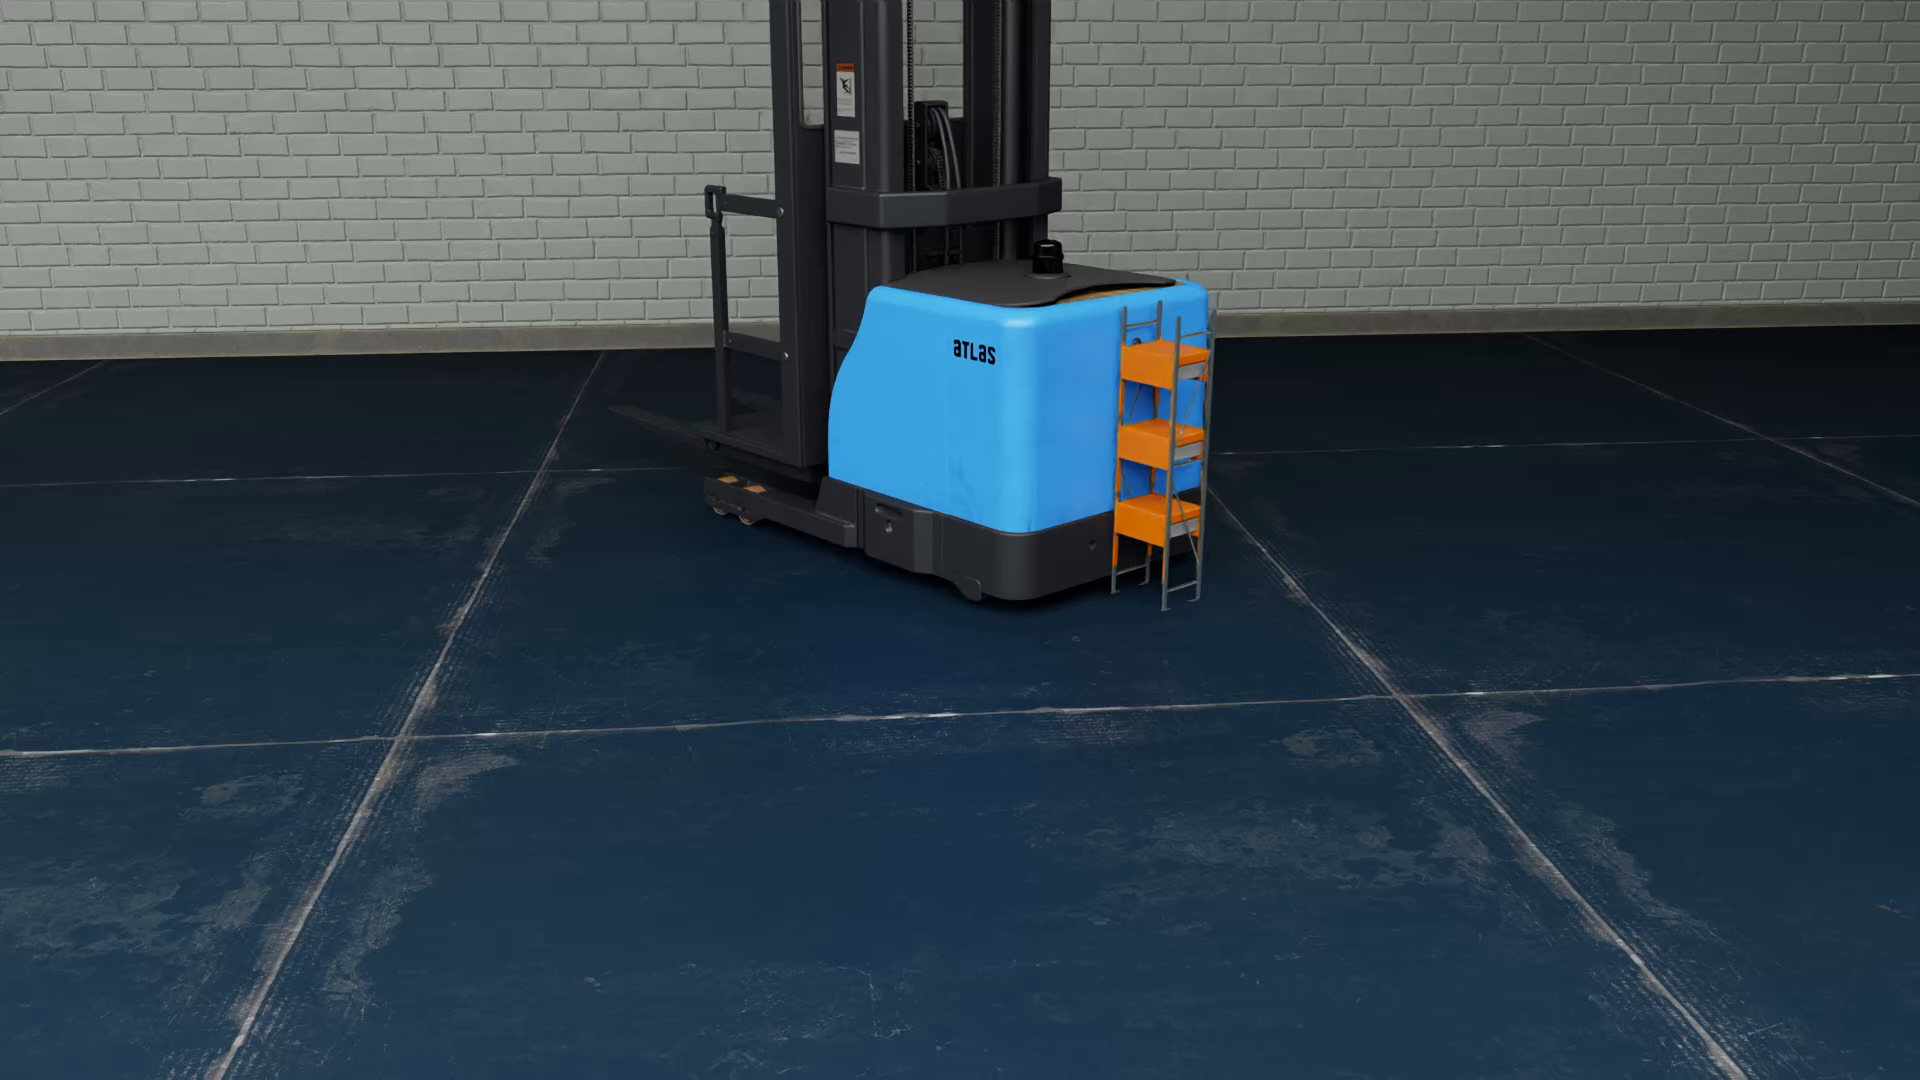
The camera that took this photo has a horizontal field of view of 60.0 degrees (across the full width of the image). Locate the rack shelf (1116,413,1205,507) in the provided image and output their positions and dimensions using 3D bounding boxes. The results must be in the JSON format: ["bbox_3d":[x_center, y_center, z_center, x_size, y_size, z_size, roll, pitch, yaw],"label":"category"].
[{"bbox_3d":[0.711,-0.284,5.859,0.215,0.259,0.240,-15,24,-40],"label":"rack shelf"}]

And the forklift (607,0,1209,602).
[{"bbox_3d":[-0.429,-1.548,6.716,1.130,2.935,3.031,-15,23,-40],"label":"forklift"}]

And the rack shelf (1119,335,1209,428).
[{"bbox_3d":[0.714,-0.554,5.771,0.215,0.259,0.240,-15,24,-40],"label":"rack shelf"}]

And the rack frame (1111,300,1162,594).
[{"bbox_3d":[0.630,-0.323,5.942,0.200,1.050,0.008,-15,24,-40],"label":"rack frame"}]

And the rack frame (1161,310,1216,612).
[{"bbox_3d":[0.793,-0.266,5.770,0.200,1.050,0.008,-15,24,-40],"label":"rack frame"}]

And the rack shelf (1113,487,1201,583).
[{"bbox_3d":[0.709,-0.020,5.945,0.215,0.259,0.240,-15,24,-40],"label":"rack shelf"}]

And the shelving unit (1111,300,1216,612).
[{"bbox_3d":[0.711,-0.294,5.856,0.215,1.050,0.252,-15,24,-40],"label":"shelving unit"}]
